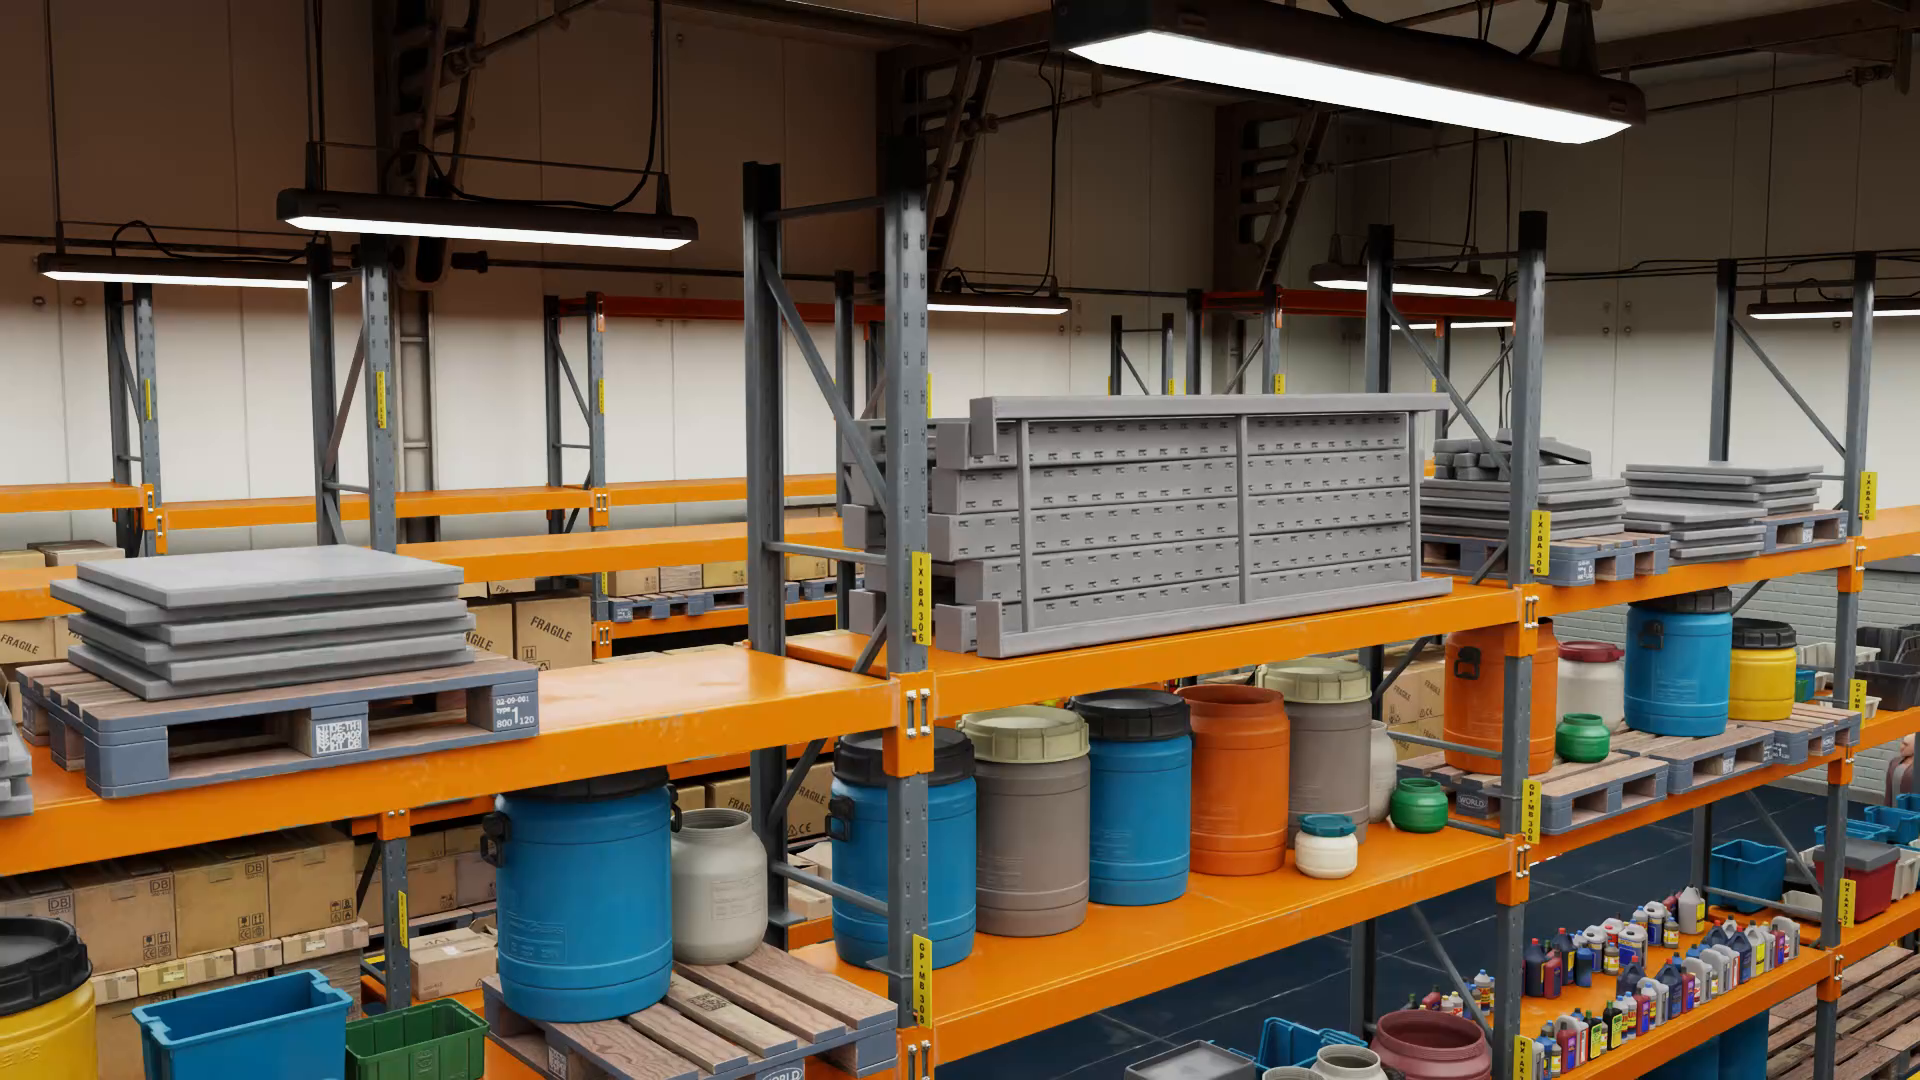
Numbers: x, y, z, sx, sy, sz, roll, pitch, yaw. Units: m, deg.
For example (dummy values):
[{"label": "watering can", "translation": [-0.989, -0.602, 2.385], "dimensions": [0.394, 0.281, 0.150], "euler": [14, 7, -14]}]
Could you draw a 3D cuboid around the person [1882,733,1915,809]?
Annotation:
[{"label": "person", "translation": [9.076, 2.756, 16.061], "dimensions": [1.029, 1.684, 0.548], "euler": [-4, 7, -35]}]

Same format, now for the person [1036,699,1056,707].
[{"label": "person", "translation": [0.929, 2.519, 18.508], "dimensions": [0.414, 1.774, 0.794], "euler": [2, 6, 21]}]
